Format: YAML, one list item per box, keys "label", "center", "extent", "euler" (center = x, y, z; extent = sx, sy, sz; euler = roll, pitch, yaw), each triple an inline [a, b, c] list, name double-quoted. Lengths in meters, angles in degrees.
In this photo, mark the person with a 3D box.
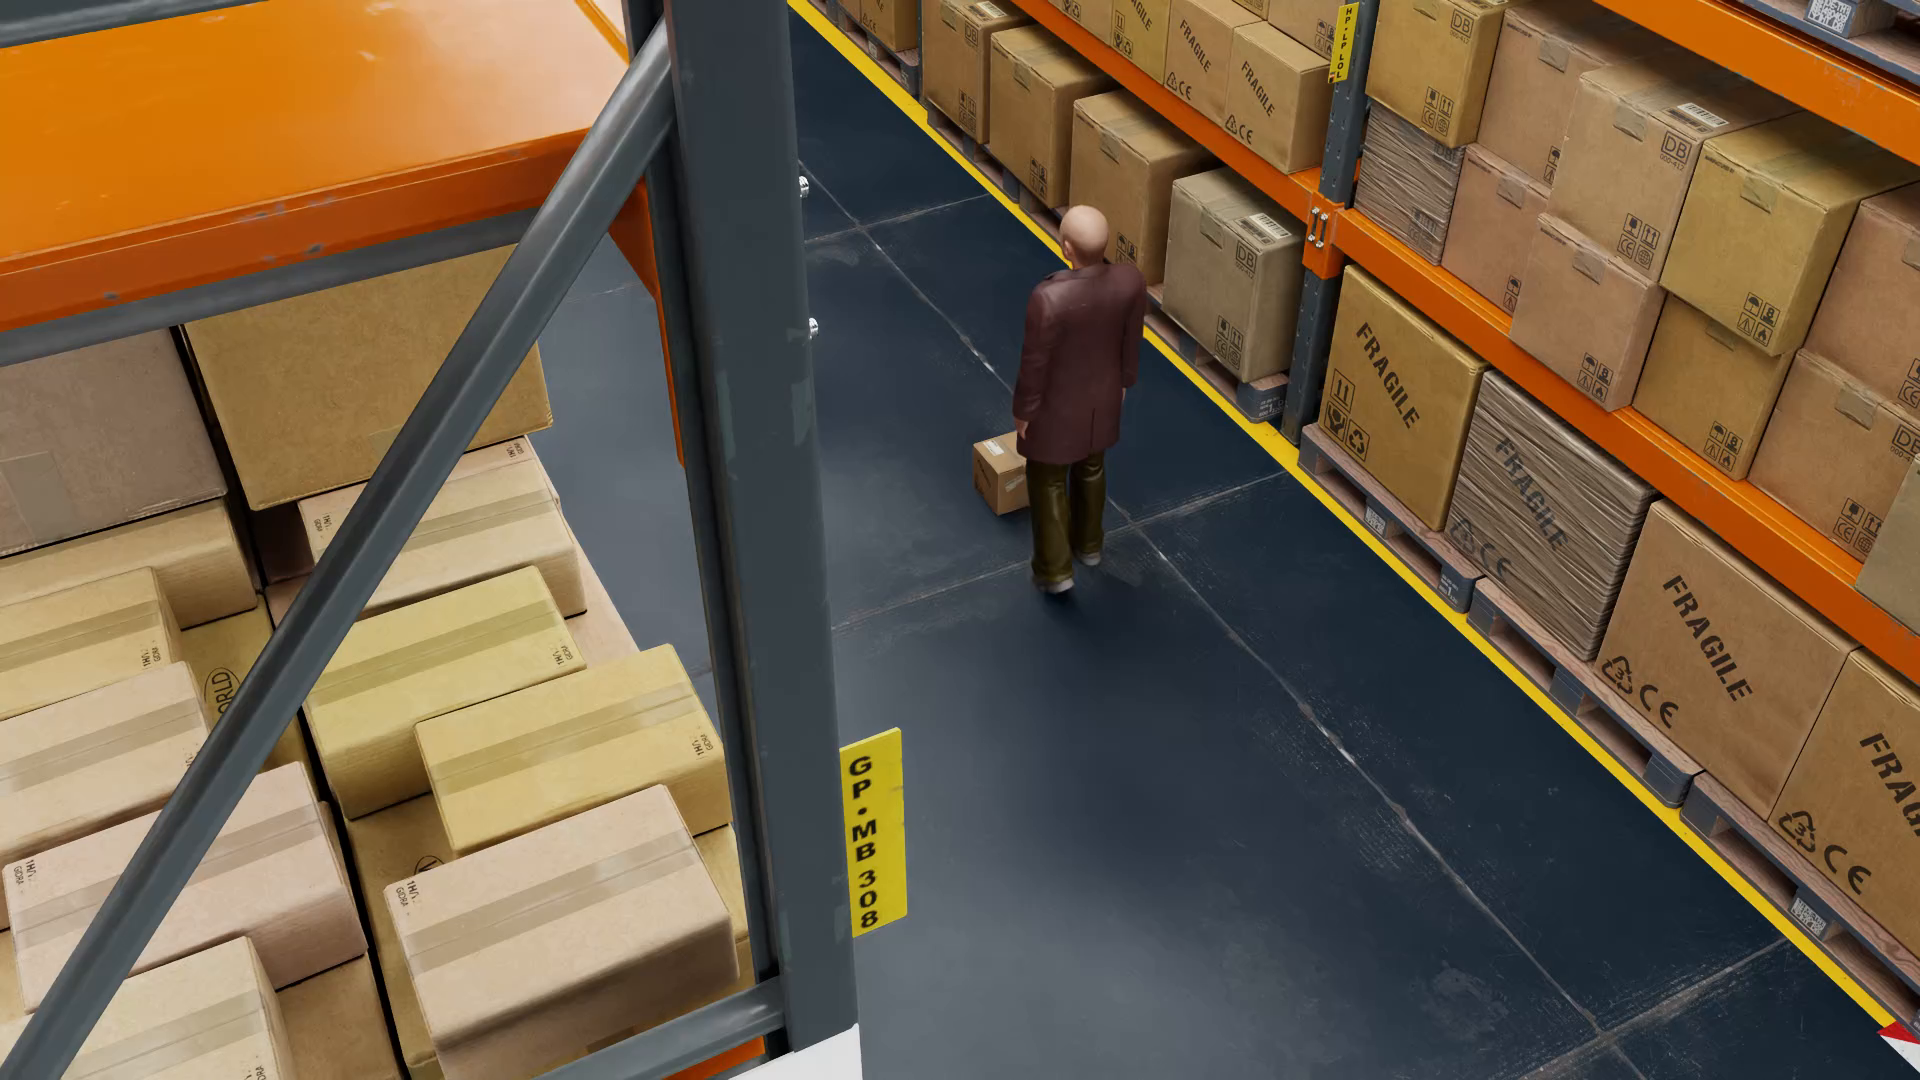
- label: "person"
  center: [0.469, -0.556, 6.877]
  extent: [0.588, 1.862, 0.534]
  euler: [-18, 44, -20]
